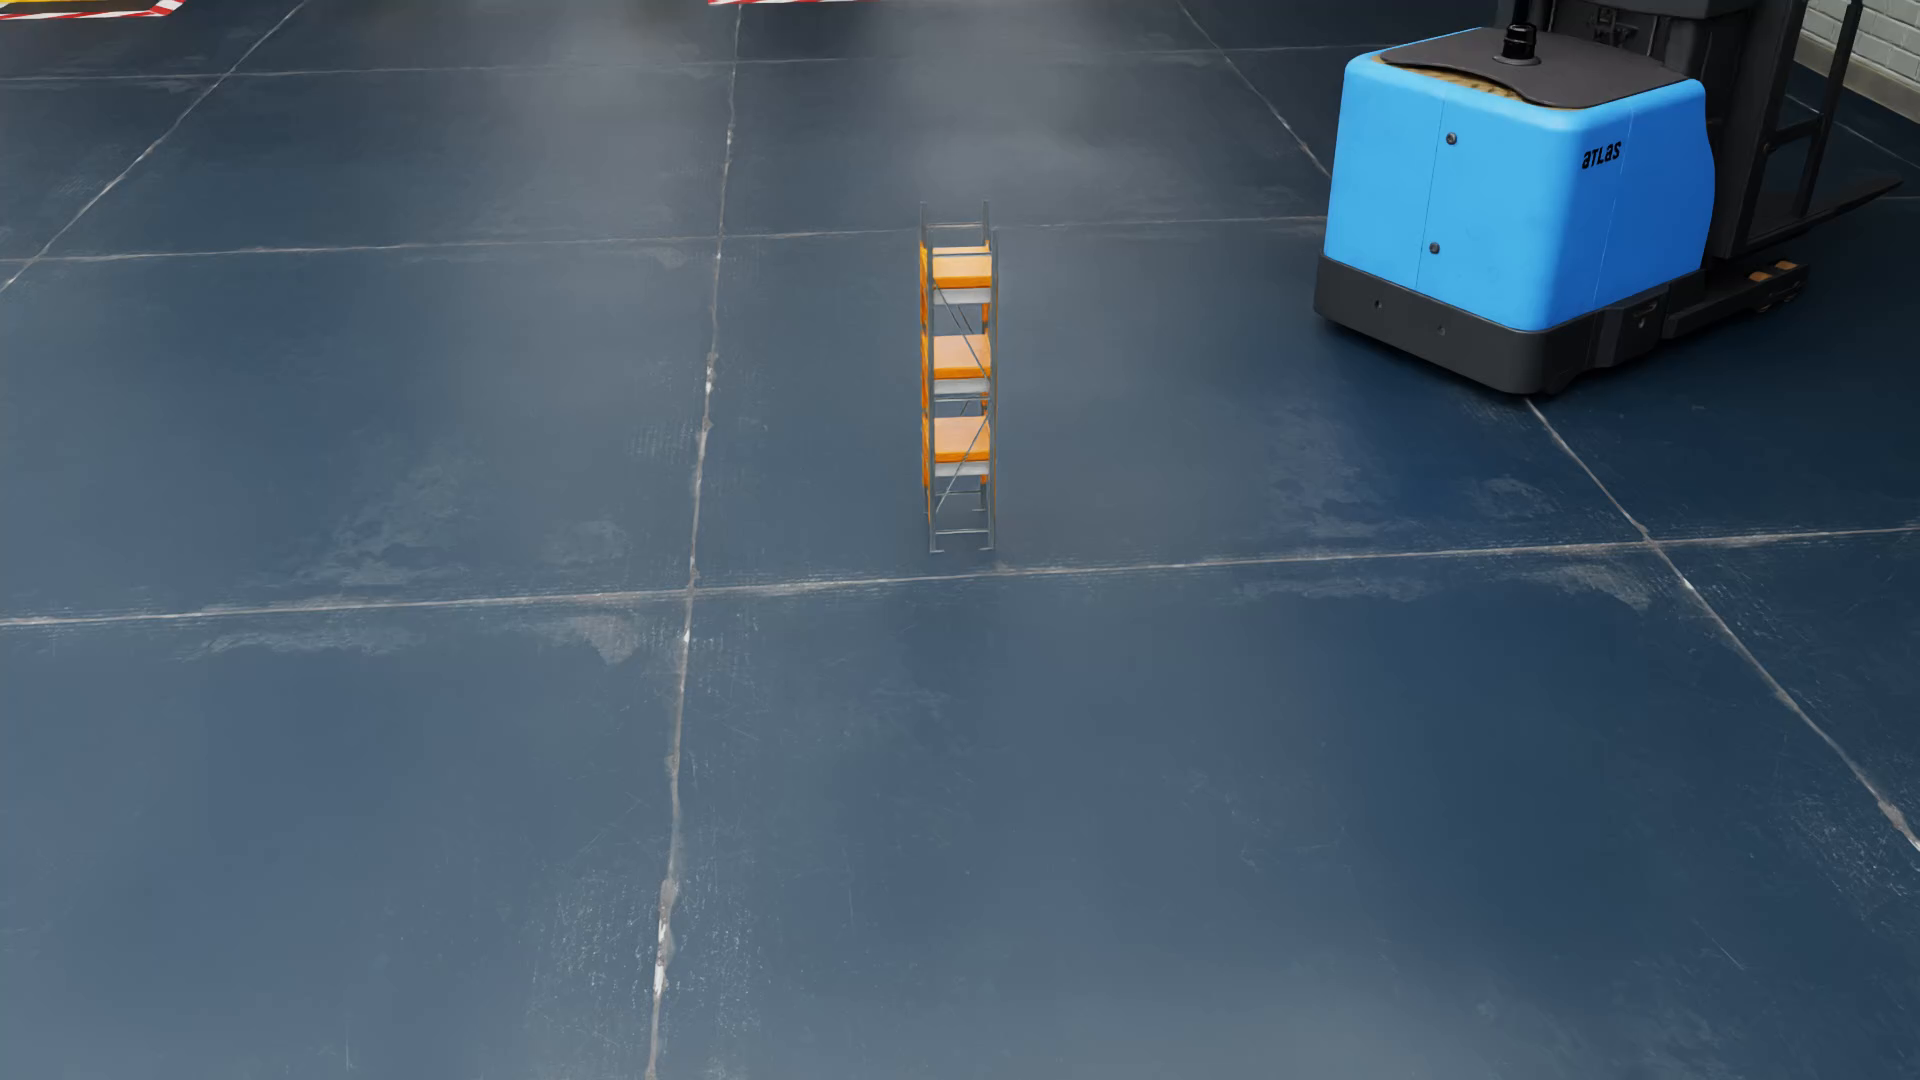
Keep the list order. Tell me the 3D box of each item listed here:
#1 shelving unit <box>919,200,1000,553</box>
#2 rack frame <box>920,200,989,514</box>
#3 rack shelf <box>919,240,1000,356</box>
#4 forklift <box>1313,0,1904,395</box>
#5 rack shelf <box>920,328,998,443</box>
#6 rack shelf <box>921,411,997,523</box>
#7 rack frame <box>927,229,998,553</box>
[{"bbox_3d":[-0.005,-0.478,5.027,0.215,1.050,0.252,-3,31,-5],"label":"shelving unit"},{"bbox_3d":[-0.016,-0.540,5.131,0.200,1.050,0.008,-3,31,-5],"label":"rack frame"},{"bbox_3d":[-0.005,-0.713,4.886,0.215,0.259,0.240,-3,31,-5],"label":"rack shelf"},{"bbox_3d":[2.894,-2.382,6.380,3.031,2.935,1.130,-21,37,-31],"label":"forklift"},{"bbox_3d":[-0.005,-0.469,5.032,0.215,0.259,0.240,-3,31,-5],"label":"rack shelf"},{"bbox_3d":[-0.005,-0.230,5.174,0.215,0.259,0.240,-3,31,-5],"label":"rack shelf"},{"bbox_3d":[0.006,-0.416,4.922,0.200,1.050,0.008,-3,31,-5],"label":"rack frame"}]
